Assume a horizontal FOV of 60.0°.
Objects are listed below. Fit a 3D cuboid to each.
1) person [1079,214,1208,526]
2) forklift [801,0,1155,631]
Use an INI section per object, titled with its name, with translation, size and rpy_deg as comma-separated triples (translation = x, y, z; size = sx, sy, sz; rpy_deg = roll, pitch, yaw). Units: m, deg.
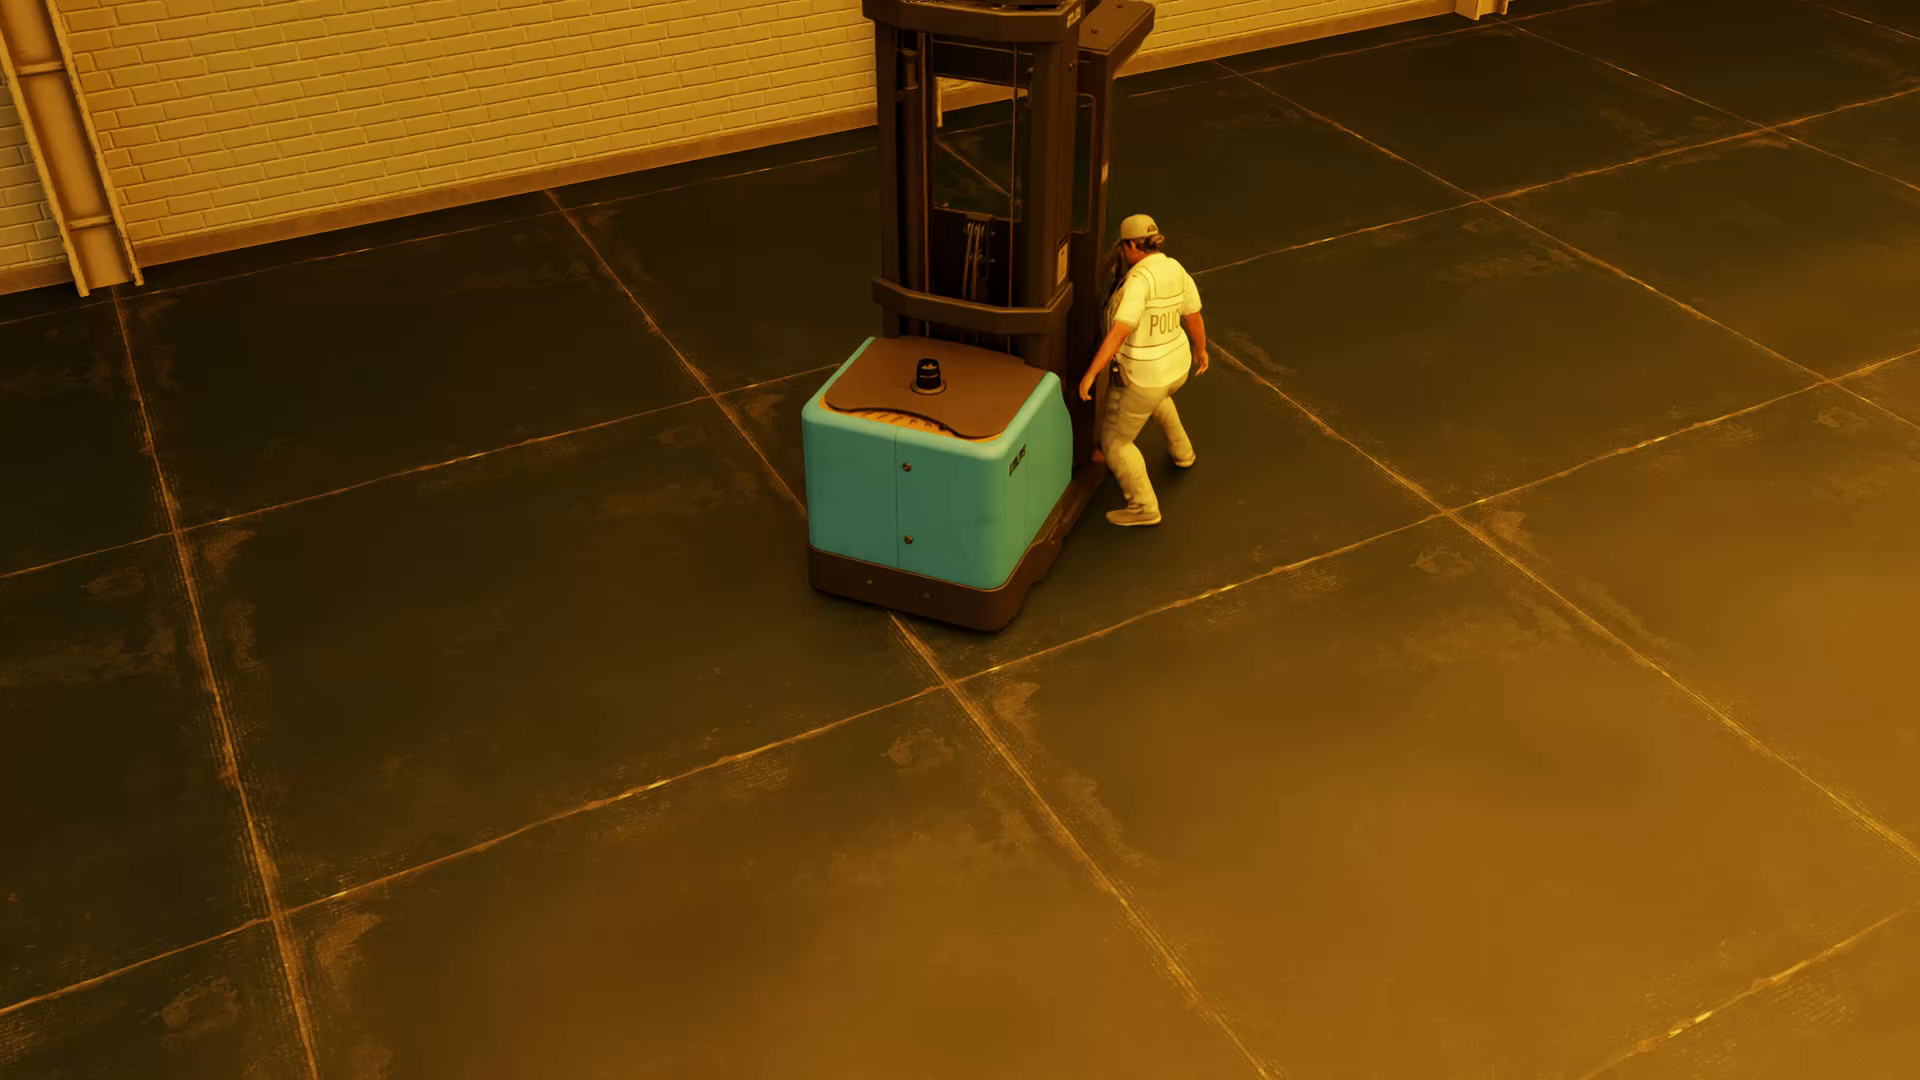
[person]
translation = 0.954, -0.879, 8.546
size = 0.521, 1.612, 1.061
rpy_deg = 26, 43, 32
[forklift]
translation = 0.273, -1.608, 8.398
size = 1.130, 2.935, 3.031
rpy_deg = 13, 37, 18
